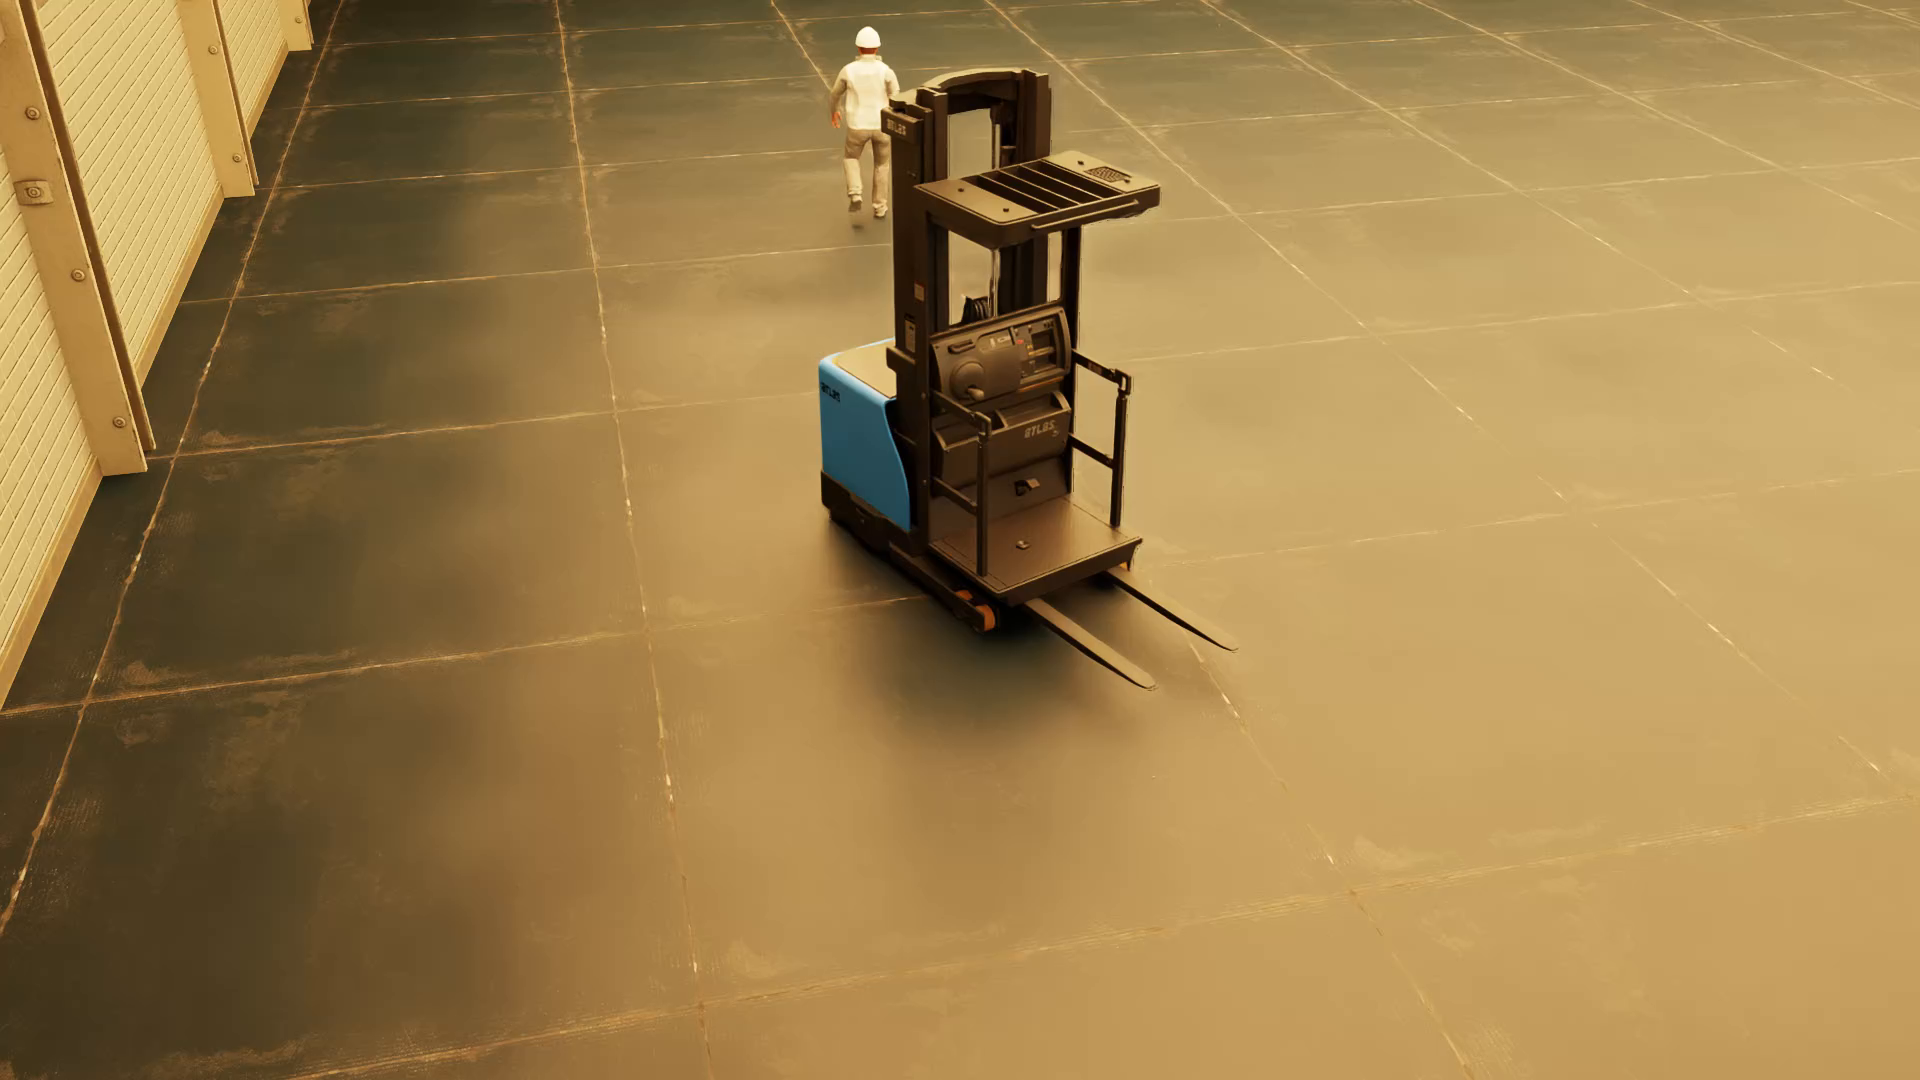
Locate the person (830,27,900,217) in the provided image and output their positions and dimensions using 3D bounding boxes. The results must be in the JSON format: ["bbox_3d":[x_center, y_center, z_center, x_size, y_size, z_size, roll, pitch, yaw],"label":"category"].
[{"bbox_3d":[-0.845,-3.851,15.403,0.724,1.752,0.485,0,30,0],"label":"person"}]

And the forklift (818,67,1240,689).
[{"bbox_3d":[0.370,-1.011,9.320,1.130,2.935,3.031,-20,35,-30],"label":"forklift"}]
